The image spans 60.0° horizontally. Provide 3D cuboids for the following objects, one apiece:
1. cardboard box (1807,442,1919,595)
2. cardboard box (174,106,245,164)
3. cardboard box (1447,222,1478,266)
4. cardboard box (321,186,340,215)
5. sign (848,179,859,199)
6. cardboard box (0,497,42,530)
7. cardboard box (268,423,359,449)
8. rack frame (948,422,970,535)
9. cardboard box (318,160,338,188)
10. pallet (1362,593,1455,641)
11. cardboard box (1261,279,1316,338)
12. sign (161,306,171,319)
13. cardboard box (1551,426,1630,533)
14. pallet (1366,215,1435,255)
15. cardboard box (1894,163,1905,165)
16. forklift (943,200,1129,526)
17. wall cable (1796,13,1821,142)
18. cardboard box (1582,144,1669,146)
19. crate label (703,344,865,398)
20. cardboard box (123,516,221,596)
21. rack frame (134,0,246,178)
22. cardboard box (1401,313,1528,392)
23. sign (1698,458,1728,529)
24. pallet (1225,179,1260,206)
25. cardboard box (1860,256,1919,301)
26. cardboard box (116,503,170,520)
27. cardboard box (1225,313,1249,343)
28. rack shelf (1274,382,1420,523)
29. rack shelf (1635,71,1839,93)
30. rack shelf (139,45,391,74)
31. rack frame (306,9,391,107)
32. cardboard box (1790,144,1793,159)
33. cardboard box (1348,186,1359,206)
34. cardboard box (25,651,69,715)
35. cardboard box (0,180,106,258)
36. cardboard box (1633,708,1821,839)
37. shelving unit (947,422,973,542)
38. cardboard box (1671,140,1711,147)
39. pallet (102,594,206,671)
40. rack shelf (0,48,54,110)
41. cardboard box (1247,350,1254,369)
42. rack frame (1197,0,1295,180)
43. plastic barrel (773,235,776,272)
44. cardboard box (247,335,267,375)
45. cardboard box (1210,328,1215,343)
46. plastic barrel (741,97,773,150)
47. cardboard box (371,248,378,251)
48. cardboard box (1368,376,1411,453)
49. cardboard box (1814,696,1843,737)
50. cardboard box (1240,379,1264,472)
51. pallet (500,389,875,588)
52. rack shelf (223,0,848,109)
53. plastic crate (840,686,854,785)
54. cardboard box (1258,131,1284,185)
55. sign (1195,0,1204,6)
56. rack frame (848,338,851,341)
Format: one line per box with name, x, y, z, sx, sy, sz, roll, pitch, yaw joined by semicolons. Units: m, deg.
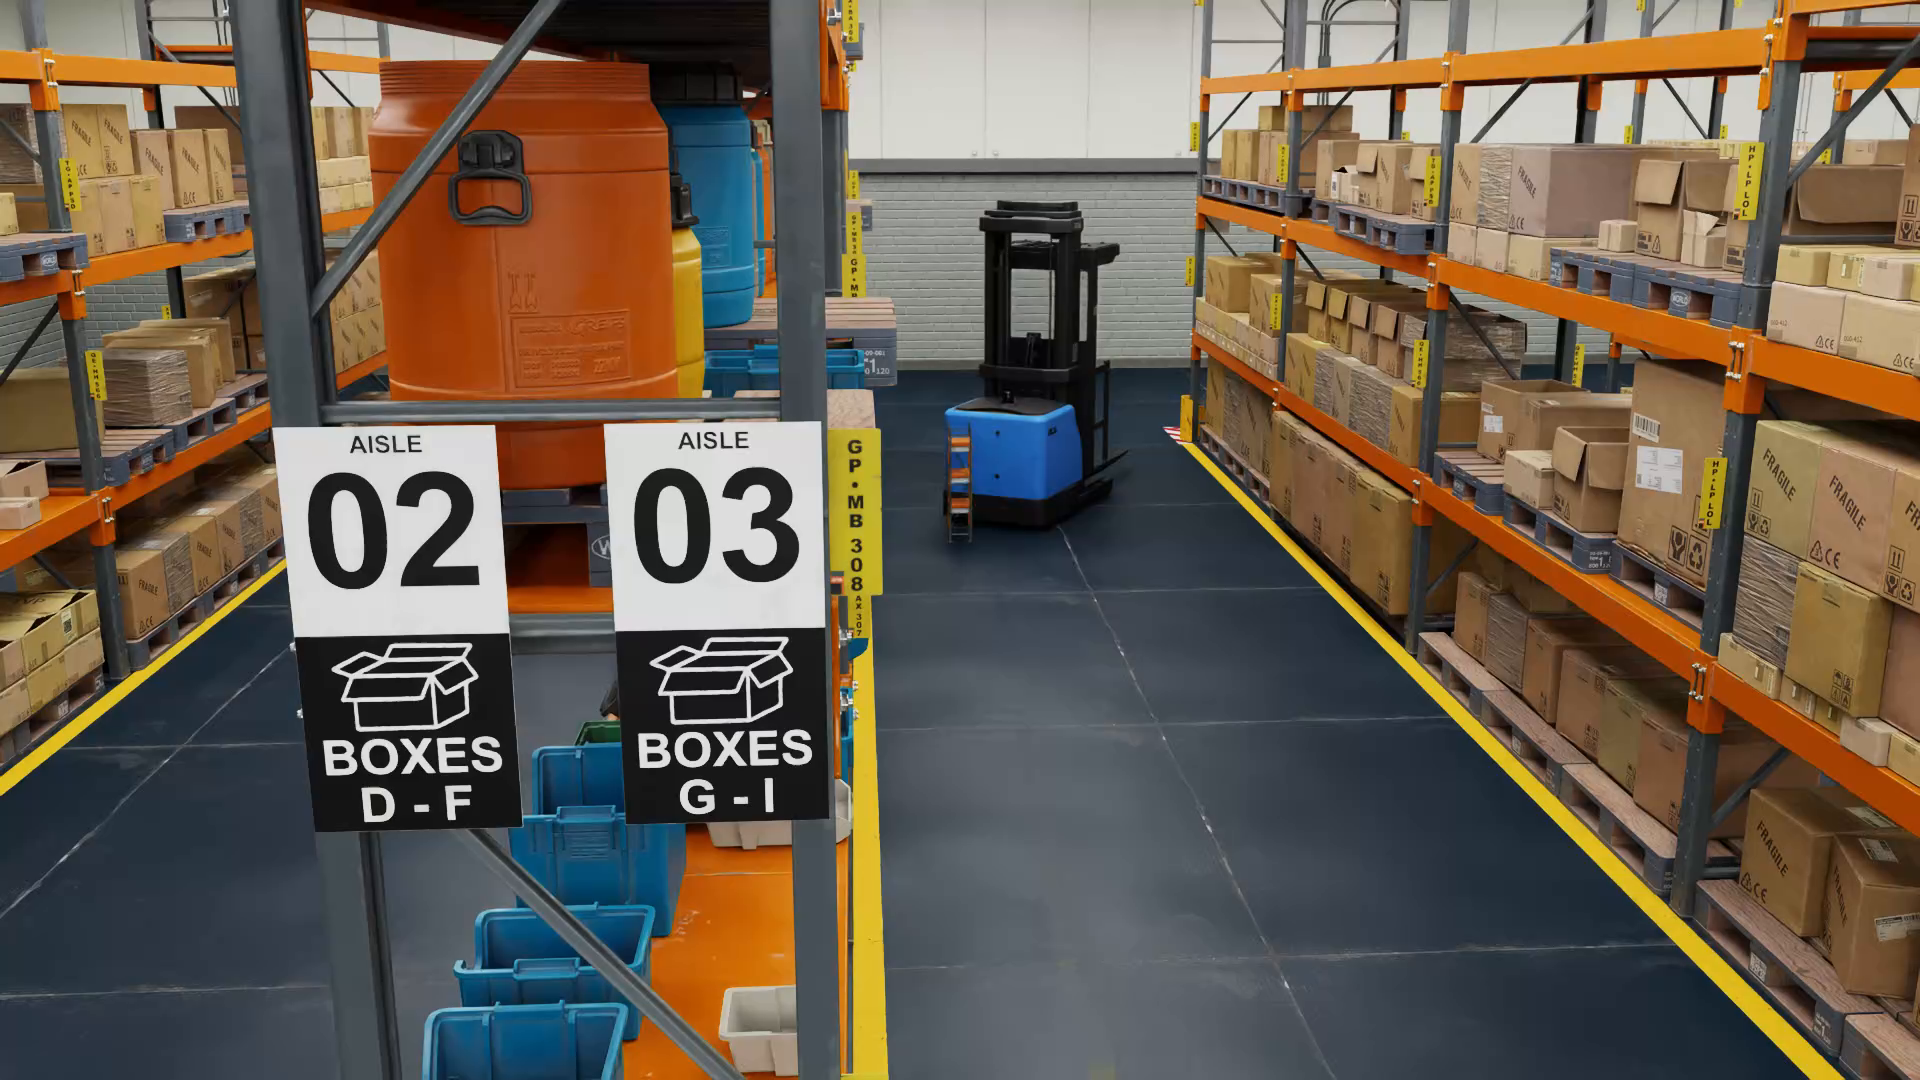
cardboard box;3.754;-0.095;6.571;0.500;0.500;0.500;-1;14;-3
cardboard box;-6.504;-3.602;14.778;0.700;0.500;0.500;-1;14;-3
cardboard box;3.474;-1.912;10.720;0.500;0.250;0.500;-1;14;-2
cardboard box;-6.276;-3.250;15.917;0.500;0.250;0.500;-1;14;-3
sign;-0.943;-3.037;14.771;0.100;0.325;0.005;-1;14;-3
cardboard box;-5.857;-0.160;10.133;0.380;0.149;0.250;-1;14;-3
cardboard box;-6.558;-0.967;16.893;0.797;0.503;0.637;-1;14;-3
rack frame;-0.011;-0.552;15.065;0.200;1.050;0.008;-1;14;-3
cardboard box;-6.271;-3.492;15.855;0.500;0.250;0.500;-1;14;-3
pallet;3.725;0.500;12.659;1.003;0.211;1.213;-1;14;-3
cardboard box;3.156;-2.193;15.728;0.500;0.500;0.500;0;14;-2
sign;-6.977;-1.905;14.673;0.100;0.325;0.005;-1;14;-3
cardboard box;3.747;-0.341;9.284;0.797;0.503;0.637;1;14;2
pallet;3.606;-2.174;11.814;1.213;0.211;1.003;0;14;-1
cardboard box;8.253;-3.090;14.333;0.500;0.311;0.500;-1;14;-4
forklift;0.898;-1.870;16.412;1.130;2.935;3.031;6;16;23
wall cable;12.461;-7.111;24.606;0.463;3.000;0.029;-1;14;-3
cardboard box;4.021;-2.154;10.155;0.500;0.500;0.500;-1;14;-4
crate label;-0.535;-0.438;4.989;0.502;0.251;0.408;-1;14;-3
cardboard box;-5.995;0.124;12.659;0.500;0.500;0.500;-1;14;-4
rack frame;-6.436;-4.401;14.073;1.000;3.000;0.127;-1;14;-3
cardboard box;3.670;-1.369;12.115;0.797;0.503;0.637;0;14;-2
sign;3.393;-0.210;7.498;0.100;0.325;0.005;-1;14;-3
pallet;3.339;-3.564;17.017;1.003;0.211;1.213;-1;14;-3
cardboard box;3.740;-1.013;6.424;0.380;0.149;0.250;-1;14;-3
cardboard box;-6.551;0.008;13.108;0.500;0.500;0.500;-1;14;-6
cardboard box;3.068;-2.207;17.287;0.500;0.250;0.500;-1;14;-5
rack shelf;3.575;-0.802;13.568;1.077;0.370;4.000;-1;14;-3
rack shelf;8.284;-4.752;16.887;1.077;0.370;4.000;-1;14;-3
rack shelf;-6.560;-4.549;16.096;1.077;0.370;4.000;-1;14;-3
rack frame;-6.684;-5.396;17.940;1.000;3.000;0.127;-1;14;-3
cardboard box;8.032;-3.714;15.919;0.380;0.149;0.250;-1;14;-4
cardboard box;3.394;-2.810;13.568;0.380;0.149;0.250;-1;15;-6
cardboard box;-5.877;0.882;10.253;0.500;0.250;0.500;-1;14;-4
cardboard box;-6.249;-2.110;10.988;0.910;0.500;0.500;-1;14;-3
cardboard box;3.930;1.186;8.530;0.700;0.500;0.500;-2;15;-8
shelving unit;-0.003;-0.522;14.947;0.215;1.050;0.252;-1;14;-3
cardboard box;7.909;-4.233;17.935;0.380;0.149;0.250;-1;14;-3
pallet;-6.197;0.663;12.026;1.003;0.211;1.213;-1;14;-3
rack shelf;-6.064;-2.367;8.413;1.077;0.370;4.000;-1;14;-3
cardboard box;3.058;-1.789;16.463;0.380;0.149;0.250;-1;14;-2
rack frame;3.203;-5.548;18.530;1.000;3.000;0.127;-1;14;-3
plastic barrel;-0.933;-1.650;9.676;0.301;0.262;0.301;0;14;0
cardboard box;-6.196;-1.675;15.317;0.500;0.500;0.500;-1;14;-2
cardboard box;2.947;-2.235;18.199;0.380;0.149;0.250;-1;14;-4
plastic barrel;-1.277;-2.582;11.317;0.600;0.830;0.708;-1;14;-3
cardboard box;-6.382;-2.917;18.136;0.500;0.500;0.500;-1;14;-4
cardboard box;3.396;-0.945;12.477;0.500;0.500;0.500;-1;14;-4
cardboard box;3.731;0.708;6.761;0.380;0.149;0.250;-1;14;-3
cardboard box;3.434;-1.212;17.137;0.875;0.875;0.875;-1;14;-3
pallet;-0.702;-0.156;3.970;1.003;0.211;1.213;-1;14;-3
rack shelf;-0.873;-1.448;4.840;1.077;0.370;4.000;-1;14;-3
plastic crate;-0.657;0.761;6.347;0.499;0.251;0.616;-1;14;-3
cardboard box;3.314;-3.728;16.233;0.700;0.500;0.500;0;14;-1
sign;2.649;-6.070;18.367;0.100;0.325;0.005;-1;14;-3
rack frame;-1.492;-1.571;15.114;1.000;3.000;0.127;-1;14;-3
